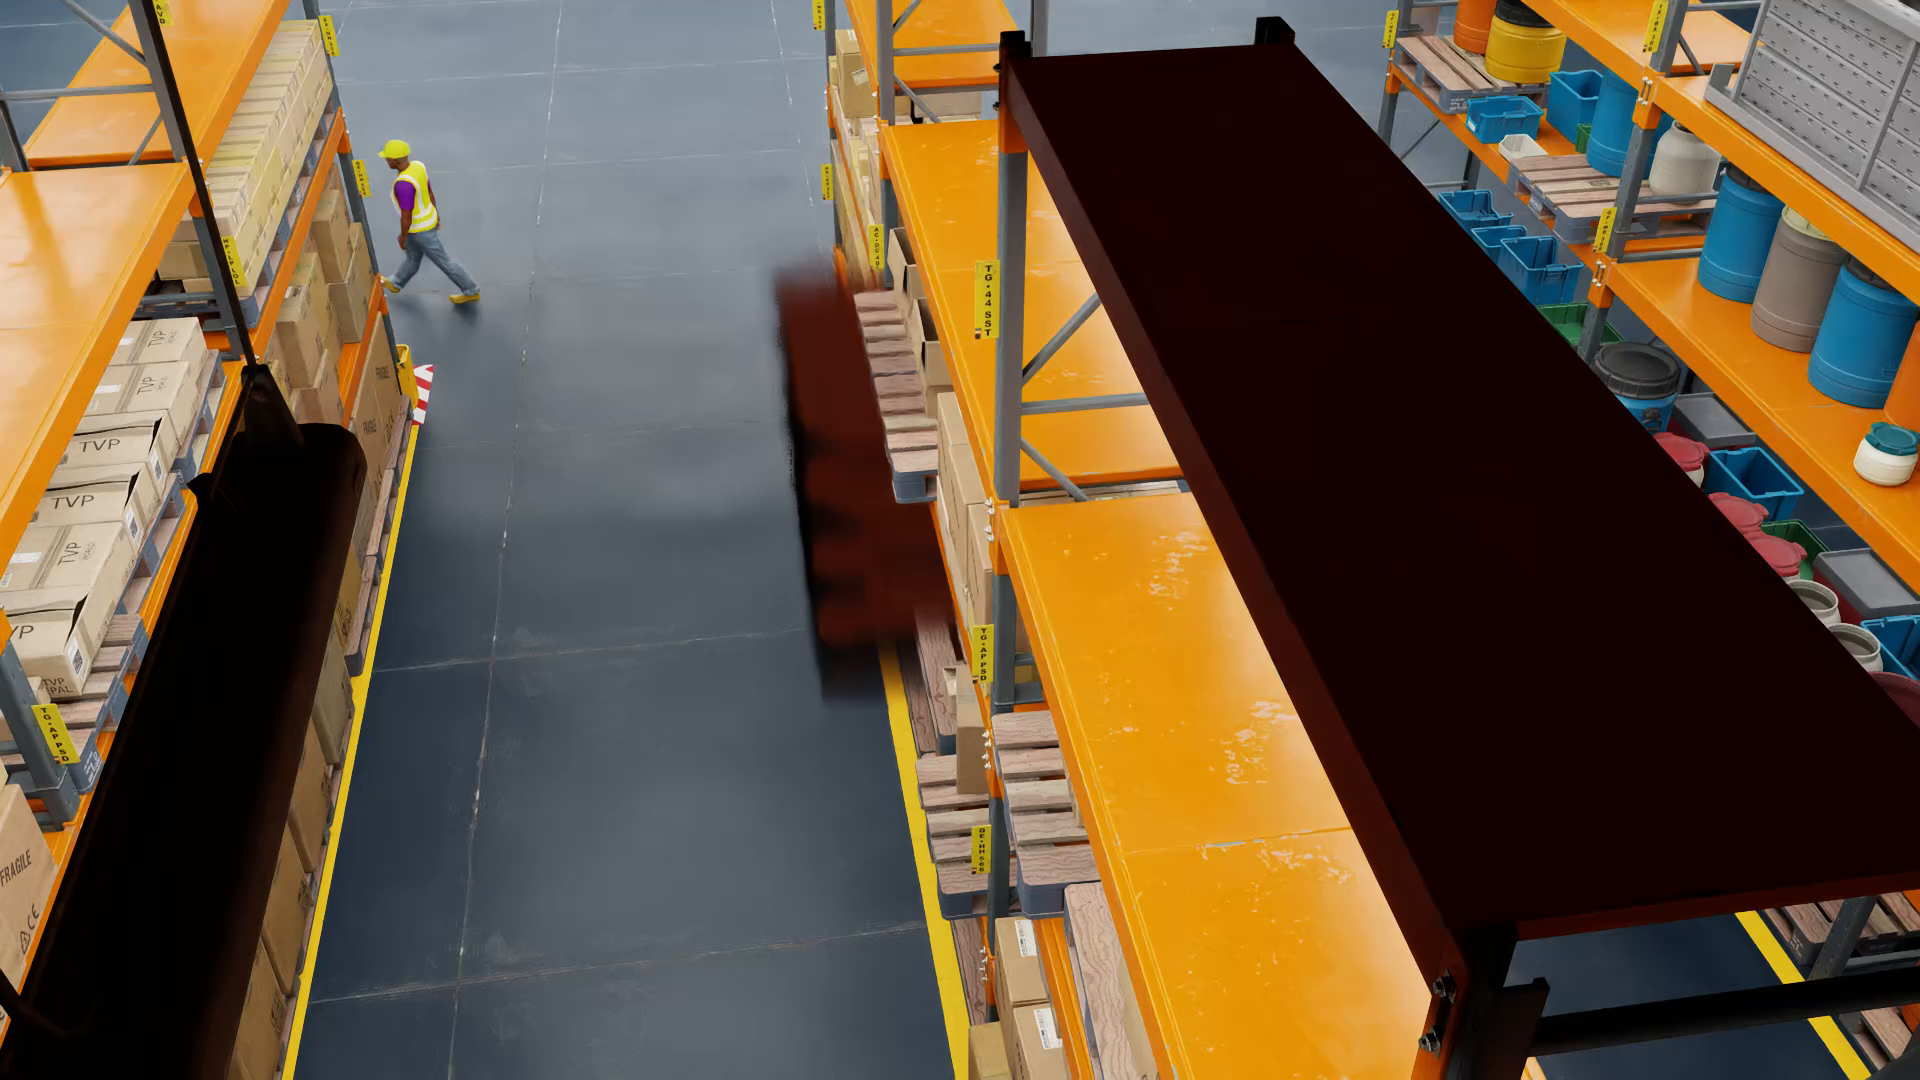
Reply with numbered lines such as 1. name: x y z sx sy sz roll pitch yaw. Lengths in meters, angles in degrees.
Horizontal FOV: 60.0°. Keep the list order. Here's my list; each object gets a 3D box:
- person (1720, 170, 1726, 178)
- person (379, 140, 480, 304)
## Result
1. person: 8.789 -4.985 18.784 0.571 1.772 0.765 -27 44 -31
2. person: -5.351 -3.092 16.186 1.092 1.692 0.594 -5 37 -6
